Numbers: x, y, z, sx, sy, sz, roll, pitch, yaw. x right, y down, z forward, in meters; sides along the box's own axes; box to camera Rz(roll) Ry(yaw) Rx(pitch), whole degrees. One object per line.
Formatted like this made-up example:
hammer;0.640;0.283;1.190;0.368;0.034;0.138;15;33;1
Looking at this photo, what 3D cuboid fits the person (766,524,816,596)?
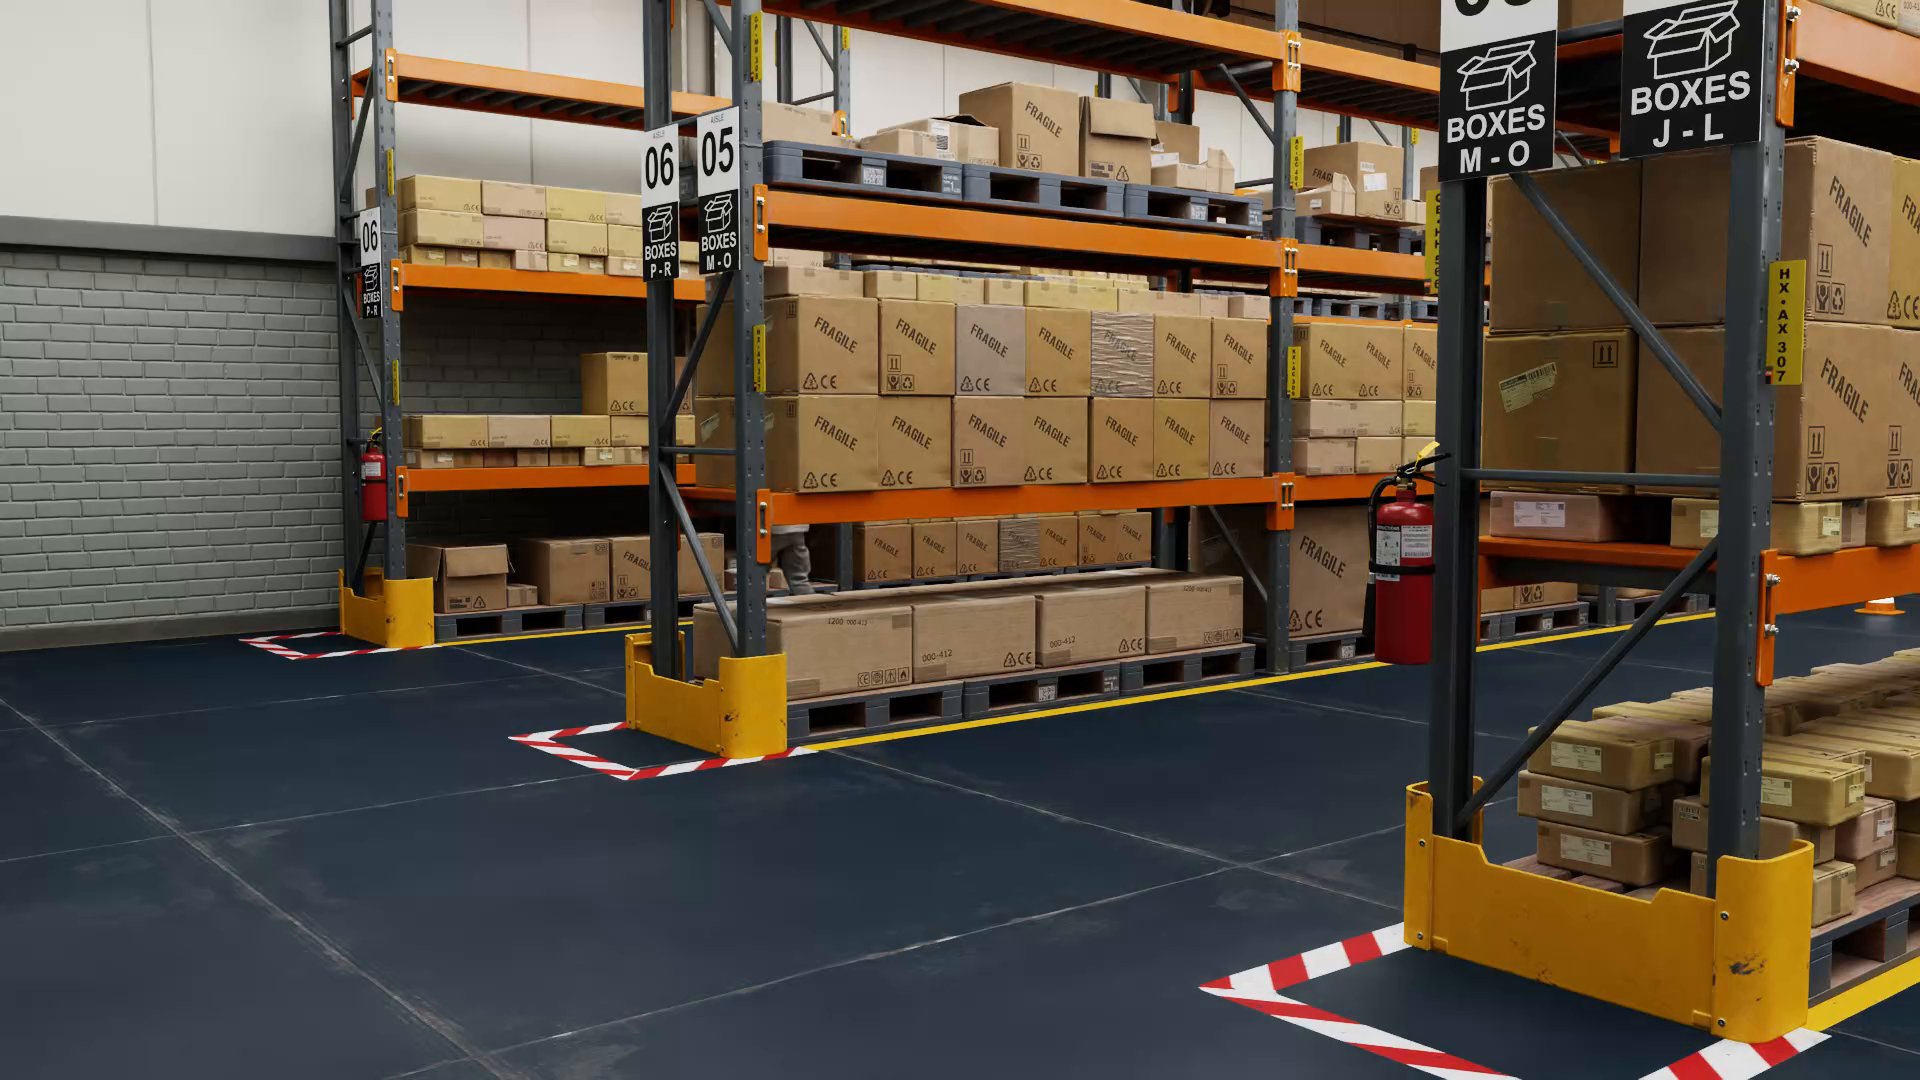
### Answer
person;-1.329;-0.072;11.850;0.934;1.752;0.561;4;6;44
